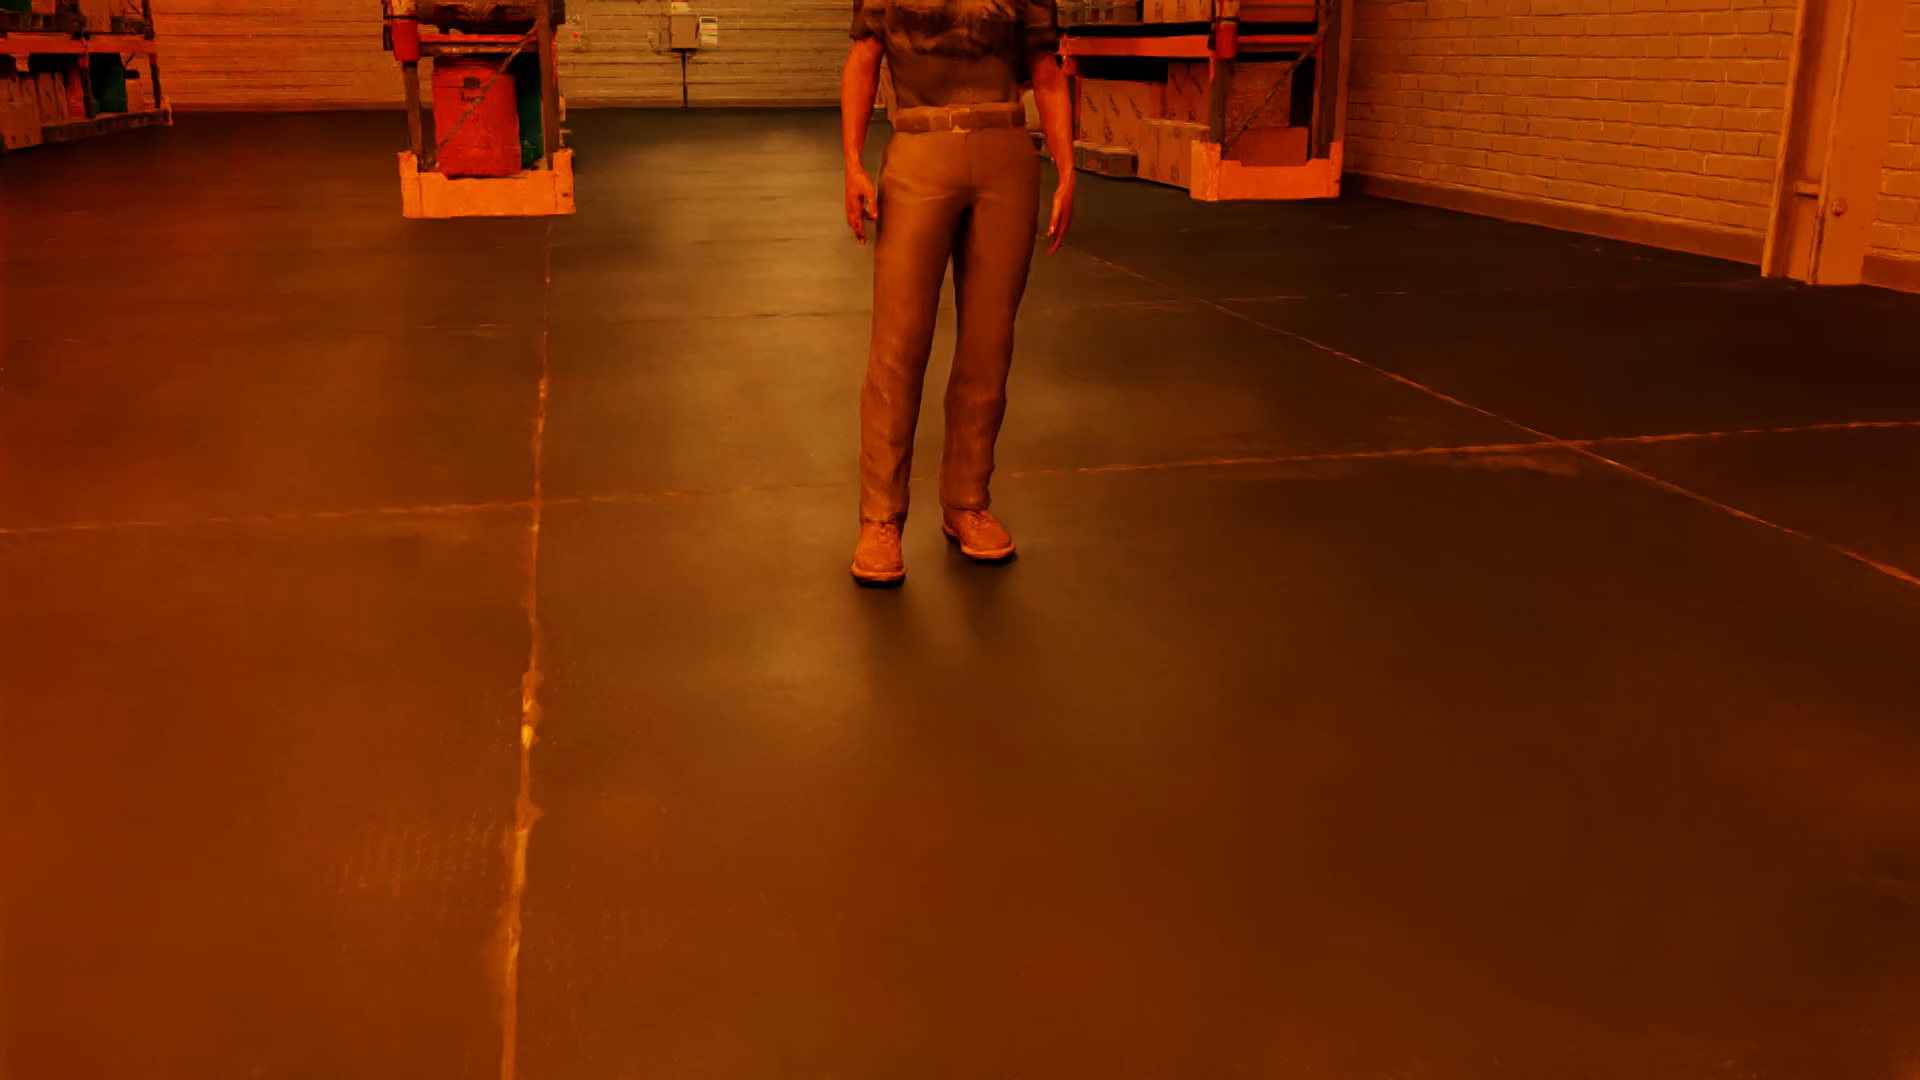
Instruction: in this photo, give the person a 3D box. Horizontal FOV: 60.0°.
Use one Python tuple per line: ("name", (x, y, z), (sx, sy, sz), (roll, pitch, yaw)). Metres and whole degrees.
("person", (0.001, -0.774, 3.692), (0.570, 1.654, 0.503), (-4, 17, -12))
